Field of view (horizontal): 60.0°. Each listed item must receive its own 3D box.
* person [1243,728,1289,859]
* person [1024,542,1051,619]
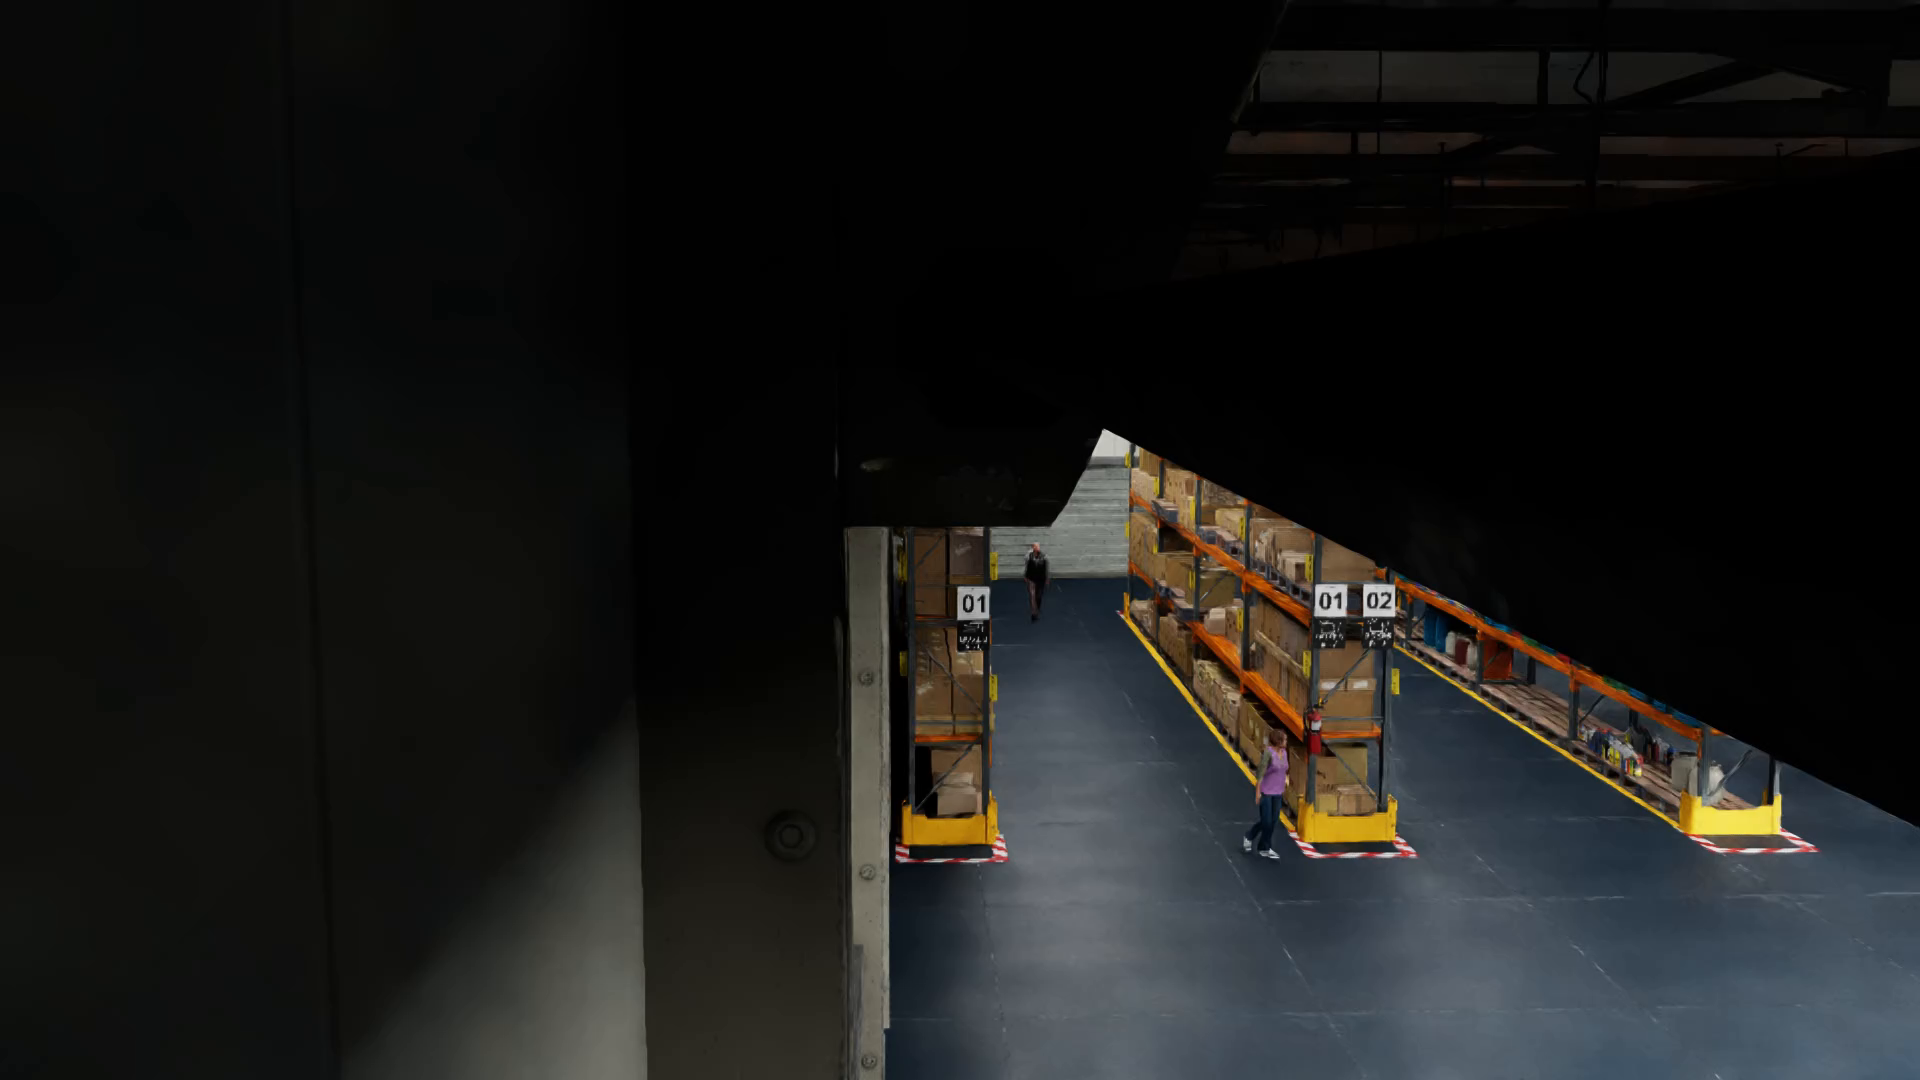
[{"bbox_3d":[3.660,3.012,19.882,0.476,1.591,0.481,-6,9,-38],"label":"person"},{"bbox_3d":[1.693,0.900,36.302,0.553,1.591,1.030,0,7,-3],"label":"person"}]
